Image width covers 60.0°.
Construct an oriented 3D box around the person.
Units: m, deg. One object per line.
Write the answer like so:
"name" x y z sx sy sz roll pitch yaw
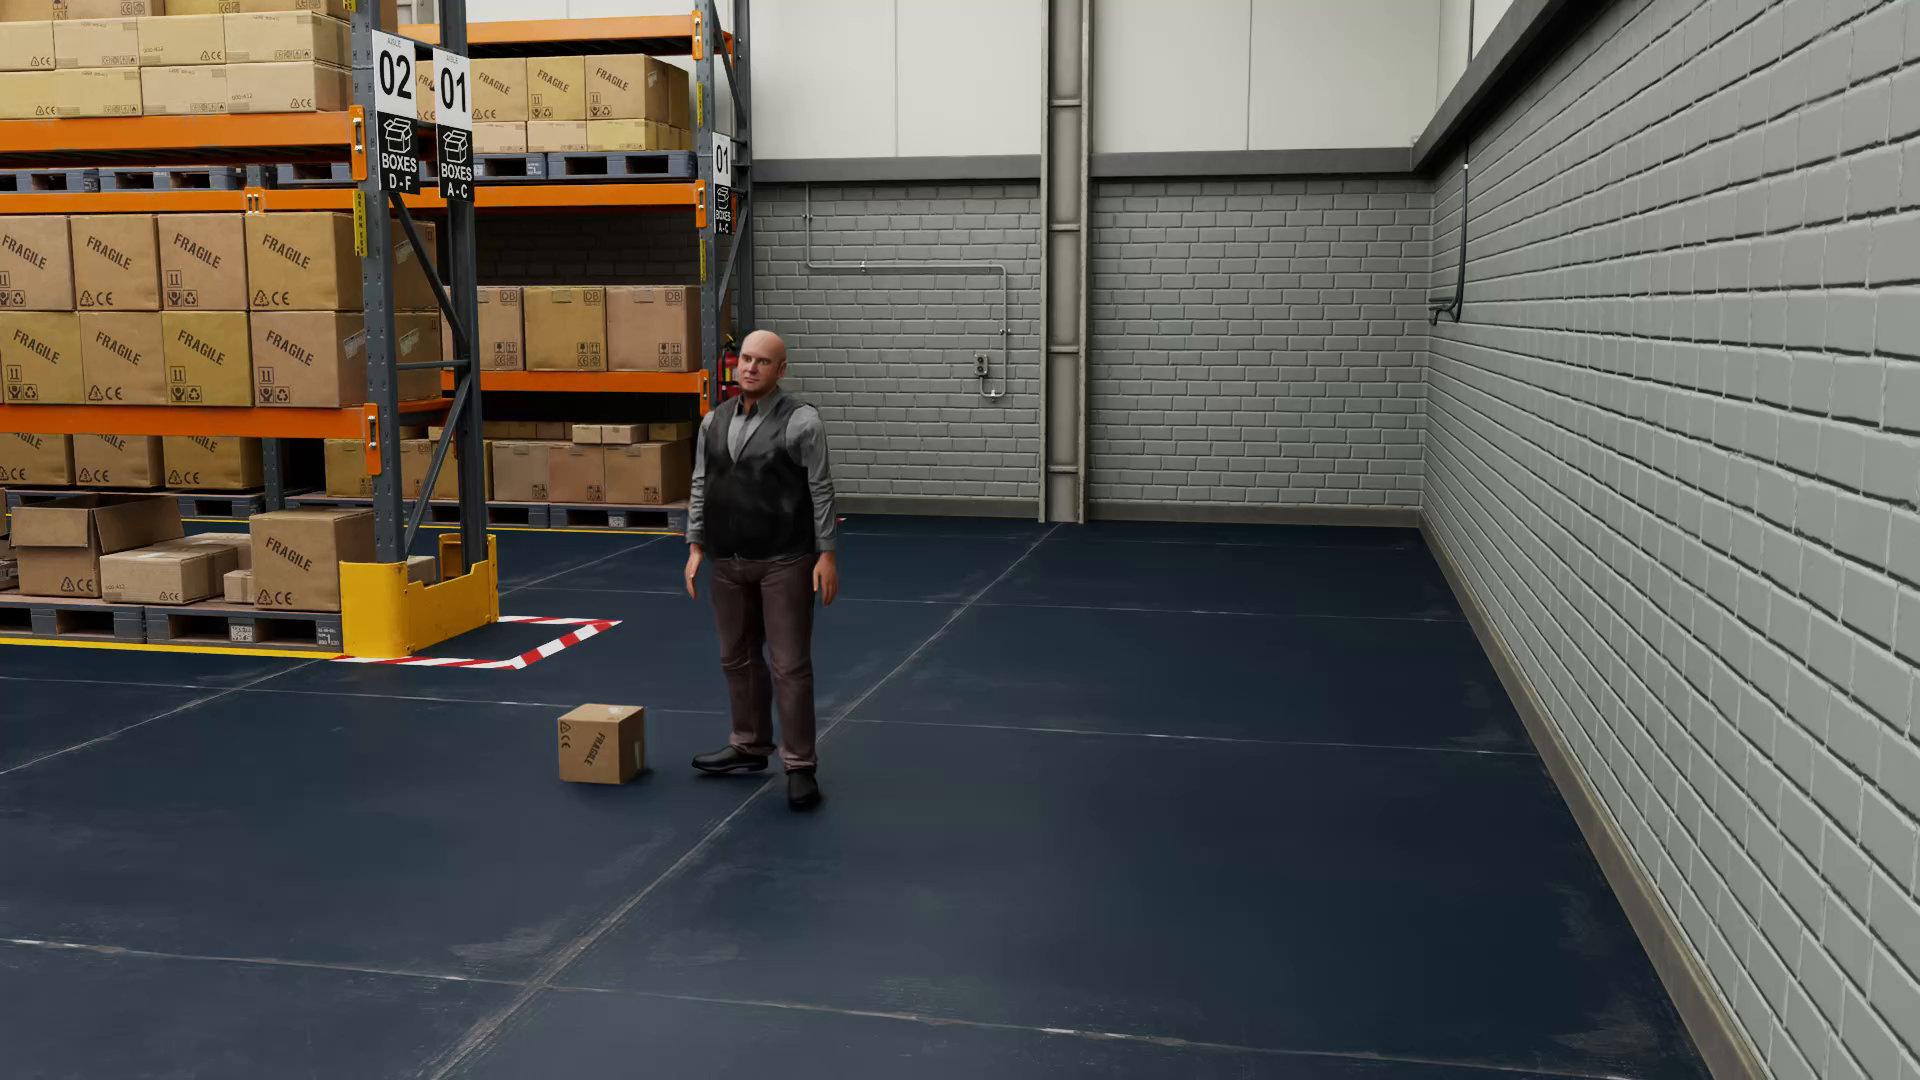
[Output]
"person" -0.770 0.085 6.211 0.665 1.727 0.432 4 9 25
